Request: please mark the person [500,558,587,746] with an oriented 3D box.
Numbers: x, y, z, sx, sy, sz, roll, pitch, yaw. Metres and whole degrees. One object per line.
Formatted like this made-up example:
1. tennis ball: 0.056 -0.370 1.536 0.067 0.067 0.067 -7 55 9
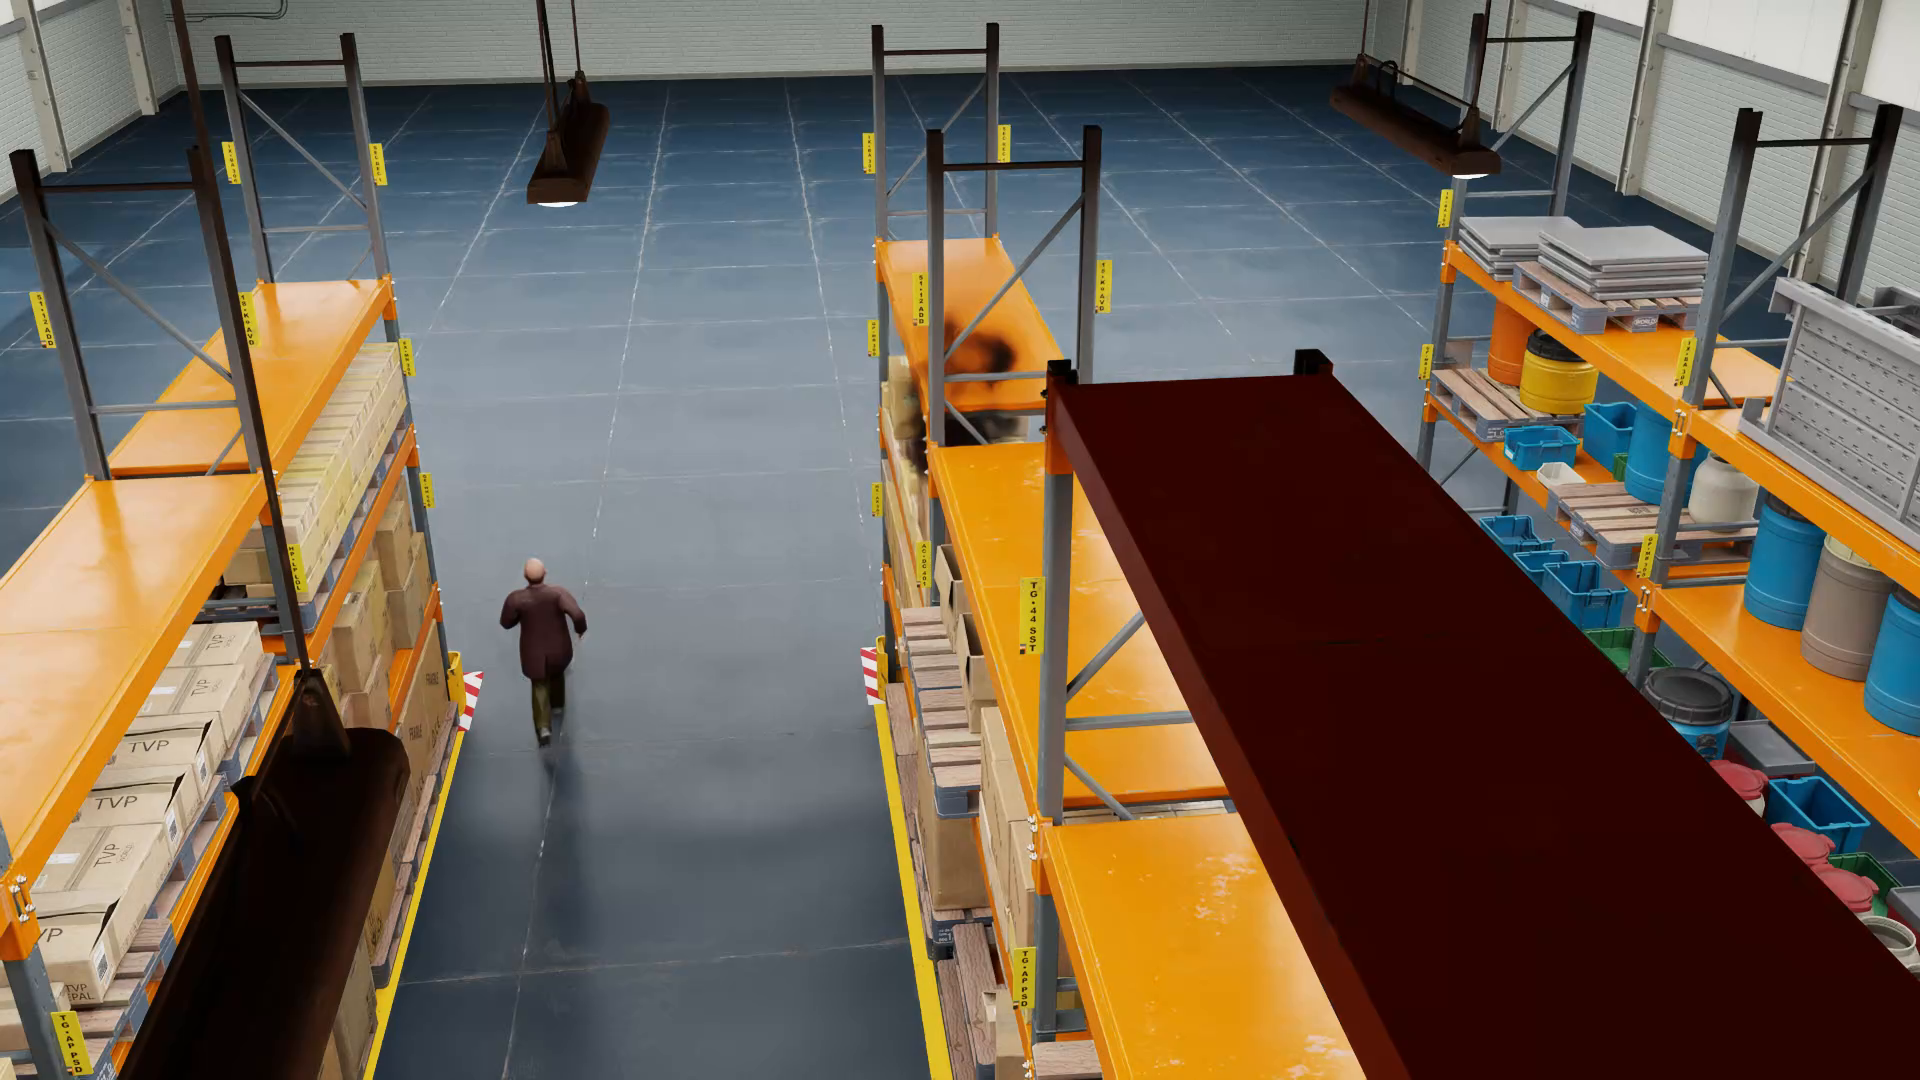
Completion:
1. person: -3.626 0.935 14.559 0.717 1.636 1.128 -8 27 -16
